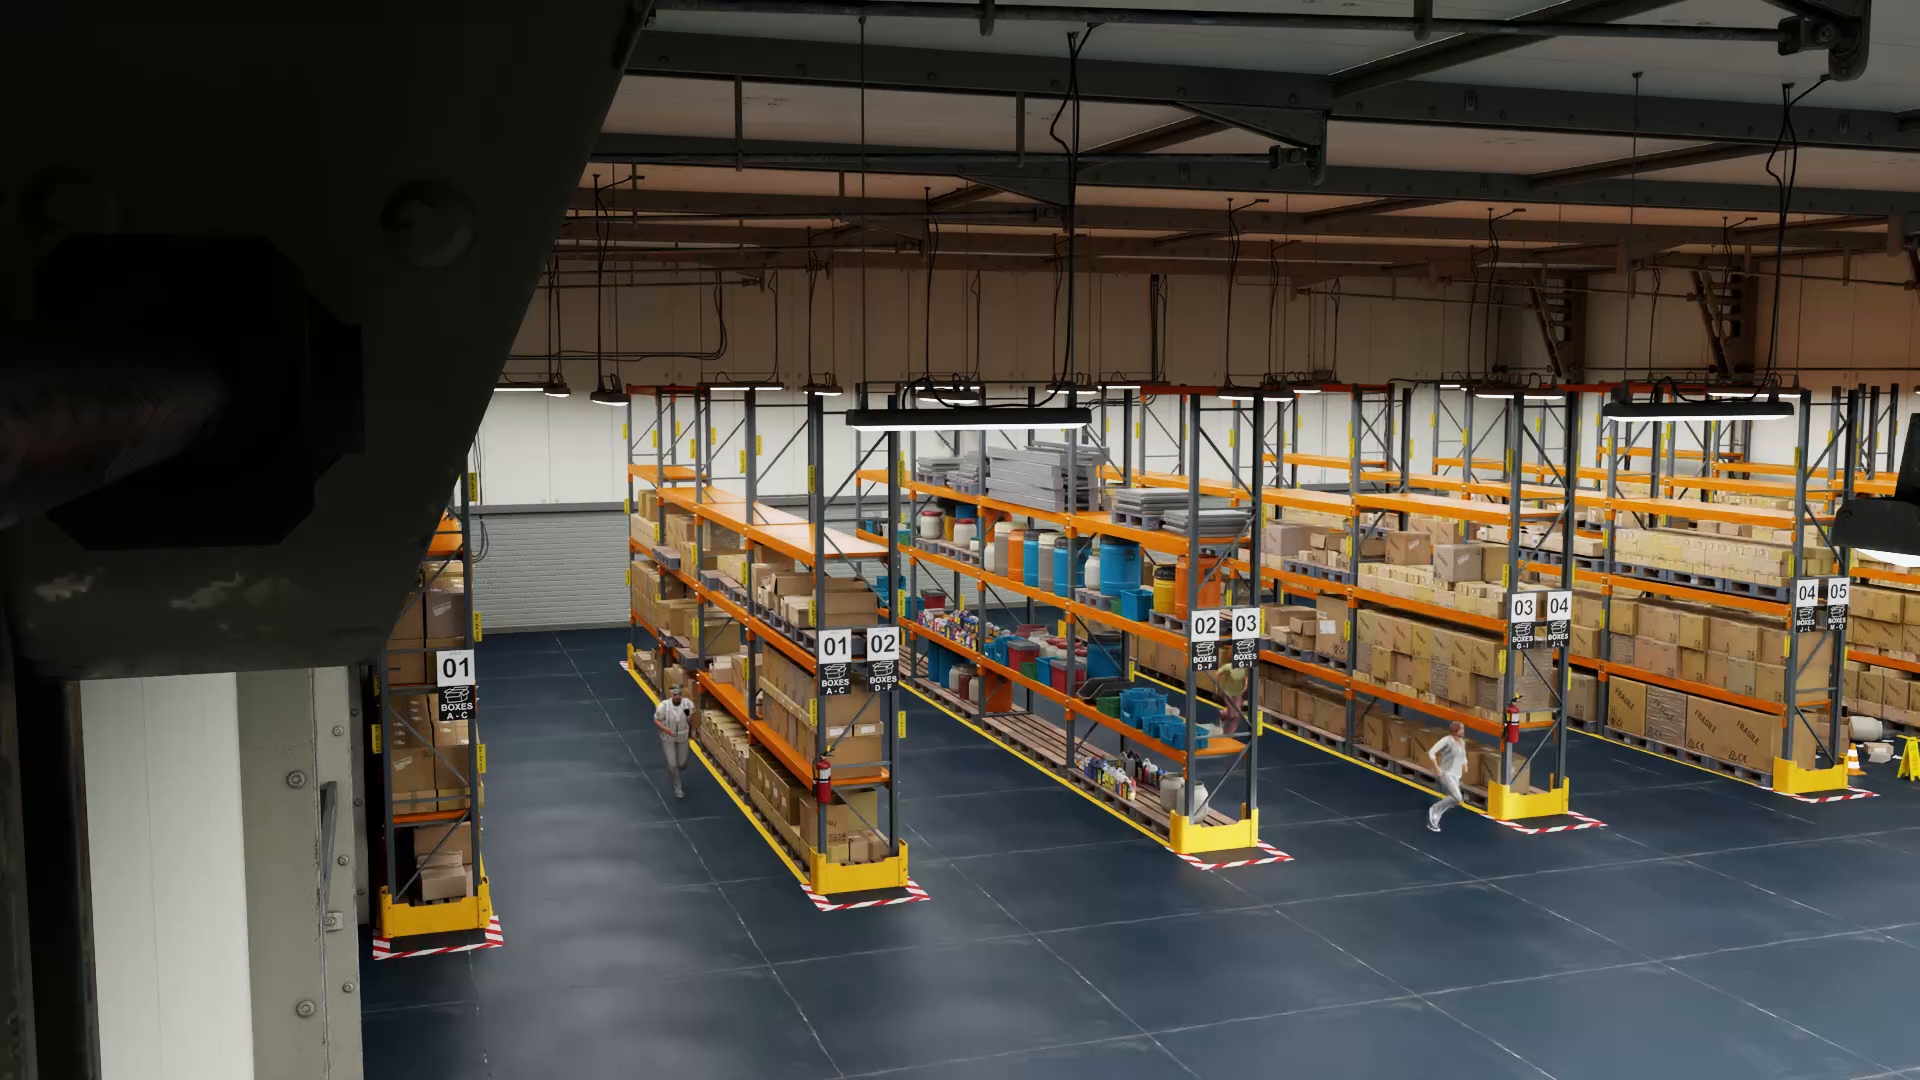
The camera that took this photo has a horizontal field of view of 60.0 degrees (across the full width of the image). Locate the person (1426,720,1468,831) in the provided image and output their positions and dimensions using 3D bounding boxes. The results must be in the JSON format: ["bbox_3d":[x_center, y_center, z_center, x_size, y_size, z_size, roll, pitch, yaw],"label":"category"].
[{"bbox_3d":[6.722,3.226,22.750,0.583,1.510,0.532,-4,7,-35],"label":"person"}]

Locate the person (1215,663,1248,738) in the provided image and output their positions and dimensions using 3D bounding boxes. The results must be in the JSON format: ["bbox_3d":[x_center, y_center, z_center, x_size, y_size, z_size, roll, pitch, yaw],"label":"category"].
[{"bbox_3d":[4.623,2.643,28.248,0.572,1.600,0.695,-2,6,-22],"label":"person"}]

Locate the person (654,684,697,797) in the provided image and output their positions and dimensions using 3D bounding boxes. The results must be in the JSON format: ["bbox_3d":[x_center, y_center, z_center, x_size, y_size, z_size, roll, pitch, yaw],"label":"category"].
[{"bbox_3d":[-4.217,2.945,24.695,0.650,1.716,0.766,-2,6,-15],"label":"person"}]
